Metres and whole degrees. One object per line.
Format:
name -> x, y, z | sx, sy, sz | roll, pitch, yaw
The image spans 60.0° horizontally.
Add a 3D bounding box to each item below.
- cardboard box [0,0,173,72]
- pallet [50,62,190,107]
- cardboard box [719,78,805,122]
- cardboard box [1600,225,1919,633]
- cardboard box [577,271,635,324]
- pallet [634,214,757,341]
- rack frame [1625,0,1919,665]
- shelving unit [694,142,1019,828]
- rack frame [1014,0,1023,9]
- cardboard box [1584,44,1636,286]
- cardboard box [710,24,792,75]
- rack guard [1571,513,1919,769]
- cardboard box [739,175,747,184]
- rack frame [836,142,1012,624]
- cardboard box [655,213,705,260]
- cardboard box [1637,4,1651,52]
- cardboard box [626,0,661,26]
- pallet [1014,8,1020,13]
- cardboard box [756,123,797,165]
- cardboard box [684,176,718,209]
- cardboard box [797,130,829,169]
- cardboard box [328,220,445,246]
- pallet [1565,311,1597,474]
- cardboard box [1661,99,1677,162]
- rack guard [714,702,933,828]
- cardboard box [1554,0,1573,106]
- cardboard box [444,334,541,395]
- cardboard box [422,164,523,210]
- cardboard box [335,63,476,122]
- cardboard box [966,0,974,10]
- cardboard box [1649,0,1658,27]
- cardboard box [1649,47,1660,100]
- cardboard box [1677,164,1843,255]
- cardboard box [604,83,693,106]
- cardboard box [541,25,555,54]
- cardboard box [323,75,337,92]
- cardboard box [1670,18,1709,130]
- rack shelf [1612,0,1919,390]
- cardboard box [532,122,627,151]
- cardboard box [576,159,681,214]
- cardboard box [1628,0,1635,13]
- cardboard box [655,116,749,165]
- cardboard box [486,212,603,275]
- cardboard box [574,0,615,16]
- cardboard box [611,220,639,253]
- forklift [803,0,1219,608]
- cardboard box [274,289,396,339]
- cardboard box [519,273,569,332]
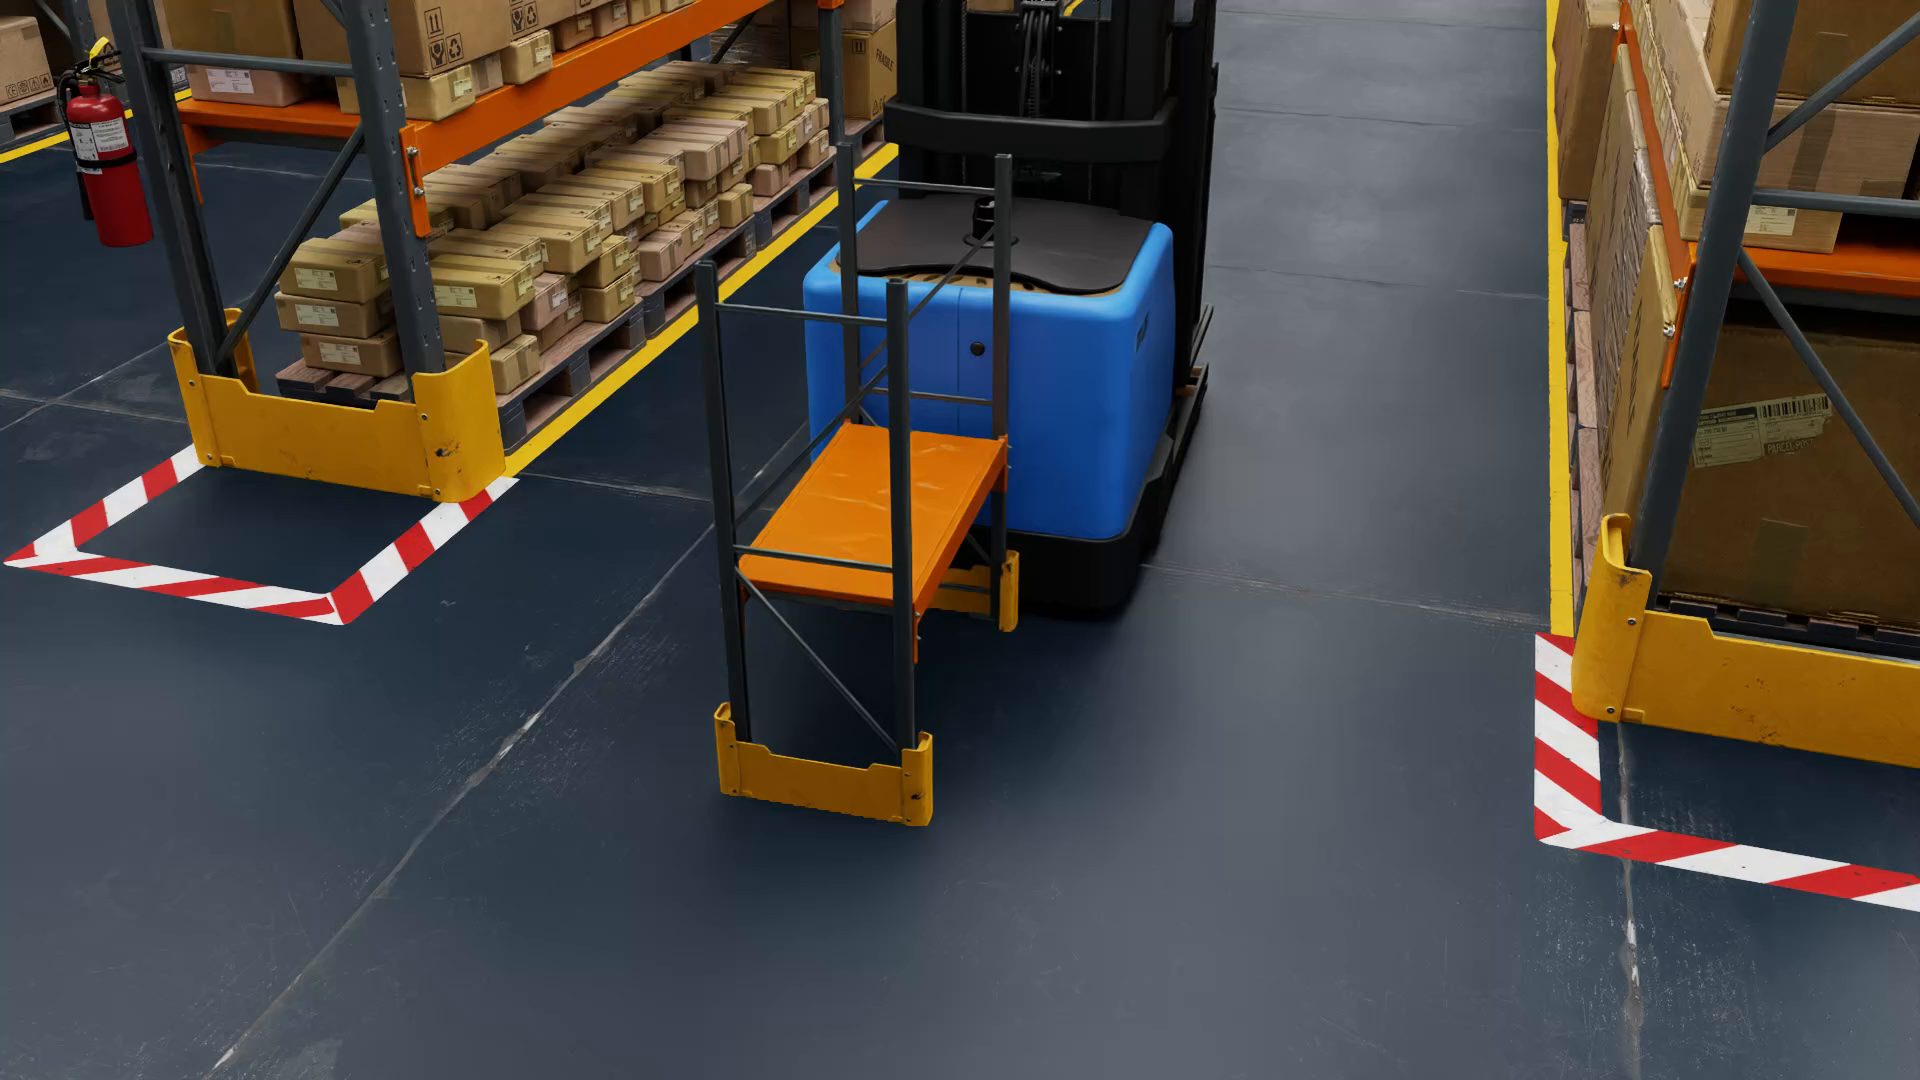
cardboard box -> -5.797, -3.635, 10.953 | 0.875, 0.875, 0.875 | 9, 30, 16
pallet -> -5.748, -3.231, 11.342 | 1.003, 0.211, 1.213 | 8, 30, 15
cardboard box -> -1.033, -2.292, 8.673 | 0.380, 0.149, 0.250 | 9, 30, 15
cardboard box -> 2.509, -0.371, 5.086 | 0.875, 0.875, 0.875 | 8, 30, 15
cardboard box -> -1.610, -1.051, 7.054 | 0.380, 0.149, 0.250 | 9, 30, 15
pallet -> -1.660, -1.317, 7.900 | 1.003, 0.211, 1.213 | 8, 30, 15
rack frame -> 2.397, -0.808, 4.116 | 1.000, 3.000, 0.127 | 8, 30, 15
shelving unit -> -0.234, -0.184, 4.538 | 0.587, 1.500, 1.083 | 7, 30, 13
rack frame -> 0.034, -5.280, 12.156 | 1.000, 3.000, 0.127 | 8, 30, 15
cardboard box -> 3.301, -1.626, 7.341 | 0.875, 0.875, 0.875 | 8, 30, 15
cardboard box -> -1.164, -2.892, 10.003 | 0.500, 0.500, 0.500 | 8, 30, 14
rack guard -> 2.390, 0.296, 4.704 | 1.175, 0.500, 0.348 | 8, 30, 15
cardboard box -> -1.295, -1.782, 8.369 | 0.380, 0.149, 0.250 | 8, 30, 14
rack frame -> -0.102, -0.427, 4.975 | 0.500, 1.500, 0.032 | 7, 30, 13
cardboard box -> -1.414, -1.419, 7.715 | 0.380, 0.149, 0.250 | 9, 30, 15
cardboard box -> 2.862, -1.981, 6.483 | 0.380, 0.149, 0.250 | 8, 30, 14
cardboard box -> -1.497, -2.289, 7.037 | 0.380, 0.149, 0.250 | 10, 30, 17
pallet -> -0.197, -3.699, 12.181 | 1.003, 0.211, 1.213 | 8, 30, 15
cardboard box -> -1.058, -2.043, 8.531 | 0.380, 0.149, 0.250 | 7, 30, 13
cardboard box -> -1.380, -1.697, 7.910 | 0.380, 0.149, 0.250 | 7, 30, 12
cardboard box -> -0.930, -2.128, 8.990 | 0.380, 0.149, 0.250 | 9, 30, 16
cardboard box -> -2.273, -1.151, 6.622 | 0.380, 0.149, 0.250 | 9, 30, 16
pallet -> 2.917, -0.537, 6.498 | 1.003, 0.211, 1.213 | 8, 30, 15
cardboard box -> 2.411, -1.264, 5.195 | 0.380, 0.149, 0.250 | 9, 30, 16
rack guard -> -0.362, 0.596, 4.421 | 0.587, 0.250, 0.087 | 7, 30, 13
cardboard box -> 4.254, -3.049, 9.900 | 1.225, 0.875, 0.875 | 9, 30, 15
cardboard box -> -1.855, -0.698, 6.419 | 0.380, 0.149, 0.250 | 9, 30, 16
cardboard box -> -2.156, -1.533, 7.309 | 0.380, 0.149, 0.250 | 10, 31, 17
cardboard box -> -1.906, -1.556, 5.720 | 0.380, 0.149, 0.250 | 8, 30, 14
cardboard box -> -0.205, -3.539, 11.166 | 0.500, 0.500, 0.500 | 7, 30, 13
cardboard box -> 2.886, -2.078, 6.248 | 0.500, 0.250, 0.500 | 9, 30, 16
cardboard box -> 2.636, -1.621, 5.836 | 0.380, 0.149, 0.250 | 9, 30, 16
cardboard box -> 2.187, -0.910, 4.559 | 0.380, 0.149, 0.250 | 9, 30, 16
cardboard box -> -1.604, -2.244, 8.587 | 0.380, 0.149, 0.250 | 8, 30, 14
cardboard box -> -1.796, -1.938, 6.406 | 0.380, 0.149, 0.250 | 10, 31, 17
cardboard box -> -2.380, -1.755, 6.077 | 0.380, 0.149, 0.250 | 8, 30, 15
cardboard box -> 2.435, -1.371, 4.977 | 0.500, 0.250, 0.500 | 8, 30, 14
rack shelf -> 2.984, -1.423, 5.962 | 1.077, 0.370, 4.000 | 8, 30, 15
cardboard box -> -1.813, -1.875, 7.923 | 0.380, 0.149, 0.250 | 7, 30, 13
cardboard box -> -1.469, -1.569, 7.374 | 0.380, 0.149, 0.250 | 9, 30, 16
cardboard box -> 3.089, -2.345, 7.138 | 0.380, 0.149, 0.250 | 7, 30, 13
cardboard box -> -1.241, -1.927, 8.017 | 0.380, 0.149, 0.250 | 7, 30, 12
cardboard box -> -1.674, -1.199, 6.708 | 0.380, 0.149, 0.250 | 8, 30, 15
cardboard box -> -1.630, -2.383, 6.540 | 0.500, 0.500, 0.500 | 9, 30, 16
cardboard box -> -1.628, -1.323, 7.237 | 0.380, 0.149, 0.250 | 7, 30, 12
forklift -> 0.381, -1.768, 5.912 | 1.130, 2.935, 3.031 | 7, 30, 13
cardboard box -> -2.433, -0.916, 6.506 | 0.380, 0.149, 0.250 | 8, 30, 14
cardboard box -> -1.781, -0.956, 6.578 | 0.380, 0.149, 0.250 | 8, 30, 15
